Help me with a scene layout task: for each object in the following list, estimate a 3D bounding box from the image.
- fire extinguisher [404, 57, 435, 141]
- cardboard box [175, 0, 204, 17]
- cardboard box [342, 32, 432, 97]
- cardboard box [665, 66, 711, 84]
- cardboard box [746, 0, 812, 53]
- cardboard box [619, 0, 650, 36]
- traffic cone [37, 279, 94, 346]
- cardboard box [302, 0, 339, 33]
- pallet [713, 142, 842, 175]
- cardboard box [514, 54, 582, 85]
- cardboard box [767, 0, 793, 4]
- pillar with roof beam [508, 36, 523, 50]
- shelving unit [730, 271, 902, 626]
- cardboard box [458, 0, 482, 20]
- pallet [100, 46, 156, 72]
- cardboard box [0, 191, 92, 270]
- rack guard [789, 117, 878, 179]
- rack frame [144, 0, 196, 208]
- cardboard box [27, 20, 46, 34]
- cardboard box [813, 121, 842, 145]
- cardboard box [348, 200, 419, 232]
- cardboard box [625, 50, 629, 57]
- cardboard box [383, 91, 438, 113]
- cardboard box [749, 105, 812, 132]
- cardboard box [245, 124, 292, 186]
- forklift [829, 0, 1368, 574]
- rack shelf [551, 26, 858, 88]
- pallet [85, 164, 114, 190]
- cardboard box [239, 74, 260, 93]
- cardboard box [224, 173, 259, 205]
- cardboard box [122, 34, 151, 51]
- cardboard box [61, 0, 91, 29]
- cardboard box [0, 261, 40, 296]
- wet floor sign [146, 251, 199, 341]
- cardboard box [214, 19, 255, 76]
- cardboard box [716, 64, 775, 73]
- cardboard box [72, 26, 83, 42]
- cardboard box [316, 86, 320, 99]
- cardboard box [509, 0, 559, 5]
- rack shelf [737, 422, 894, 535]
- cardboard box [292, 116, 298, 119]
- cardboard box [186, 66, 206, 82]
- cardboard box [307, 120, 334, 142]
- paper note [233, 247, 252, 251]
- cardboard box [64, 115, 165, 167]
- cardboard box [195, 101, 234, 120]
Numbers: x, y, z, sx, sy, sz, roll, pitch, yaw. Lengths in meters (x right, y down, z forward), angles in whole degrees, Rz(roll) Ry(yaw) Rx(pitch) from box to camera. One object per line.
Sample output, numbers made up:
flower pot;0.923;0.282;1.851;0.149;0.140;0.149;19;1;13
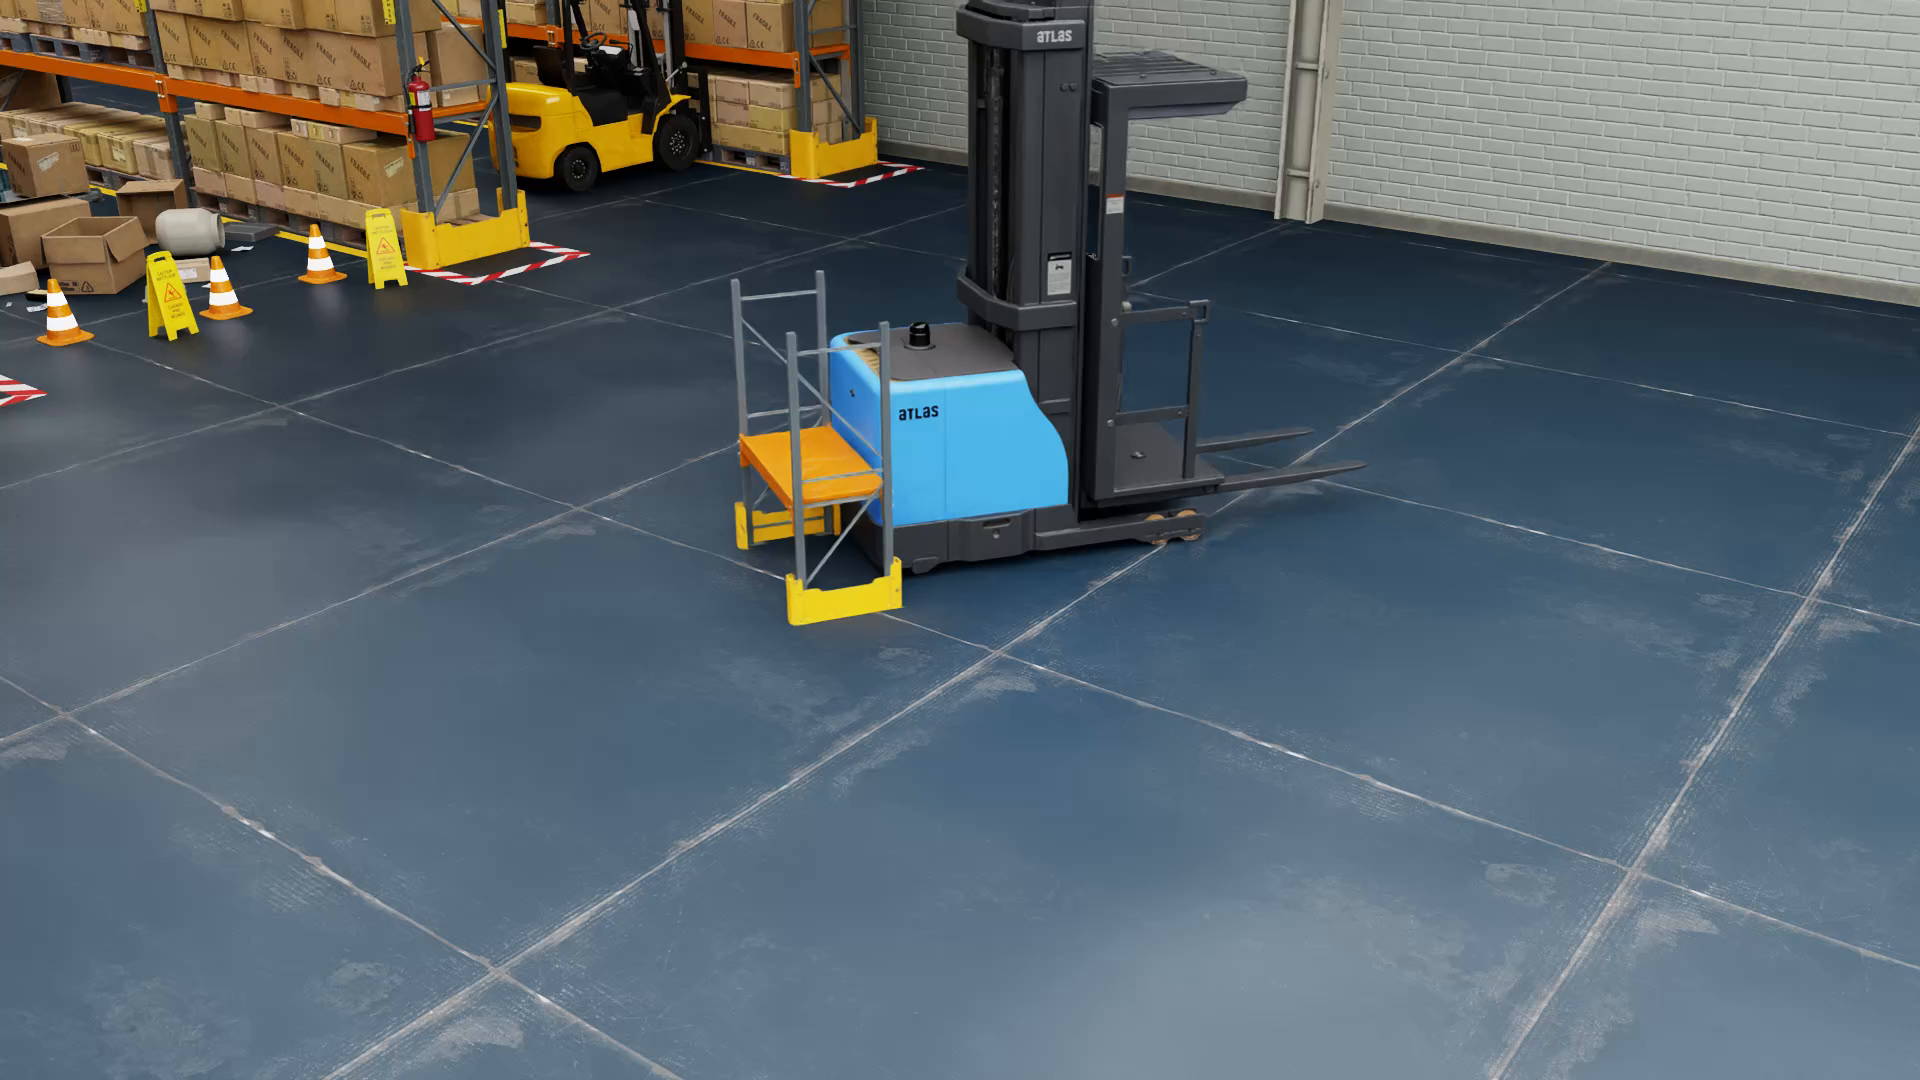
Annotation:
fire extinguisher;-4.583;-3.740;14.114;0.183;0.674;0.296;17;29;33
cardboard box;-6.982;-5.251;15.715;0.500;0.500;0.700;17;29;34
cardboard box;-4.998;-4.176;14.514;0.500;0.500;0.500;16;29;32
cardboard box;-3.203;-5.321;19.257;0.500;0.250;0.500;16;28;32
cardboard box;-1.976;-5.634;18.193;0.500;0.500;0.500;16;28;32
cardboard box;-3.594;-6.133;19.325;0.500;0.500;0.500;16;29;33
traffic cone;-6.860;-1.756;12.661;0.334;0.463;0.336;17;29;33
cardboard box;-5.339;-4.769;14.620;0.500;0.500;0.700;17;29;34
pallet;-2.062;-4.449;19.086;1.213;0.211;1.003;17;29;33
cardboard box;-5.050;-5.749;21.003;0.625;0.625;0.875;18;30;36
cardboard box;-1.870;-5.890;17.969;0.250;0.149;0.380;17;29;34
pillar with roof beam;-8.824;-8.820;18.108;0.400;9.000;9.100;17;29;33
shelving unit;-0.763;-0.502;8.528;0.587;1.500;1.083;-9;25;-20
cardboard box;-5.970;-6.740;21.013;0.500;0.250;0.500;17;29;34
pallet;-8.124;-5.063;17.258;1.213;0.211;1.003;17;29;33
cardboard box;-8.076;-2.703;14.592;0.503;0.637;0.797;17;29;33
rack guard;-1.405;-4.404;18.626;0.348;0.500;1.175;17;29;33
rack frame;-7.599;-4.919;16.694;0.127;3.000;1.000;17;29;33
cardboard box;-9.807;-5.558;17.936;0.250;0.149;0.380;19;30;36
cardboard box;-1.700;-4.670;19.018;0.500;0.250;0.500;17;29;34
cardboard box;-5.226;-3.000;15.228;0.500;0.250;0.500;17;29;33
cardboard box;-4.116;-5.856;20.470;0.500;0.250;0.500;17;29;34
cardboard box;-4.826;-3.858;14.598;0.250;0.149;0.380;18;29;35
cardboard box;-2.002;-4.733;18.542;0.500;0.250;0.500;16;29;33
cardboard box;-6.440;-3.715;15.920;0.500;0.500;0.500;19;30;36
forklift;0.842;-1.505;9.032;3.031;2.935;1.130;-8;25;-17
rack shelf;-3.025;-5.708;19.378;4.000;0.370;1.077;17;29;33
pallet;-9.204;-4.125;18.351;1.213;0.211;1.003;17;29;33
cardboard box;-6.522;-4.312;15.628;0.250;0.149;0.380;17;29;34
cardboard box;-6.855;-3.498;16.357;0.500;0.250;0.500;19;30;36
cardboard box;-8.177;-5.031;16.740;0.250;0.149;0.380;17;29;34
cardboard box;-8.914;-5.577;17.173;0.500;0.500;0.500;18;29;35
cardboard box;-8.007;-2.225;13.970;0.396;0.266;0.258;-21;31;-39
wet floor sign;-6.076;-1.885;12.727;0.232;0.644;0.267;12;26;24
cardboard box;-6.605;-4.665;15.624;0.500;0.500;0.500;17;29;33
cardboard box;-2.491;-5.367;19.360;0.500;0.250;0.500;17;29;33
cardboard box;-8.984;-5.283;17.310;0.250;0.149;0.380;17;29;33
cardboard box;-5.633;-4.112;15.174;0.250;0.149;0.380;17;29;34
cardboard box;-5.172;-6.718;20.342;0.500;0.250;0.500;16;28;32
rack shelf;-0.760;-0.334;8.593;0.538;0.185;1.000;-9;25;-20
cardboard box;-6.557;-4.017;16.606;0.500;0.500;0.500;17;29;34
cardboard box;-7.306;-4.580;16.236;0.250;0.149;0.380;18;29;35
cardboard box;-5.729;-3.764;15.227;0.250;0.149;0.380;17;29;34
paper note;-6.608;-2.689;15.315;0.148;0.019;0.142;7;25;15
cardboard box;-9.155;-4.375;18.197;0.625;0.372;0.950;18;29;35
cardboard box;-7.225;-4.213;16.247;0.250;0.149;0.380;17;29;34
